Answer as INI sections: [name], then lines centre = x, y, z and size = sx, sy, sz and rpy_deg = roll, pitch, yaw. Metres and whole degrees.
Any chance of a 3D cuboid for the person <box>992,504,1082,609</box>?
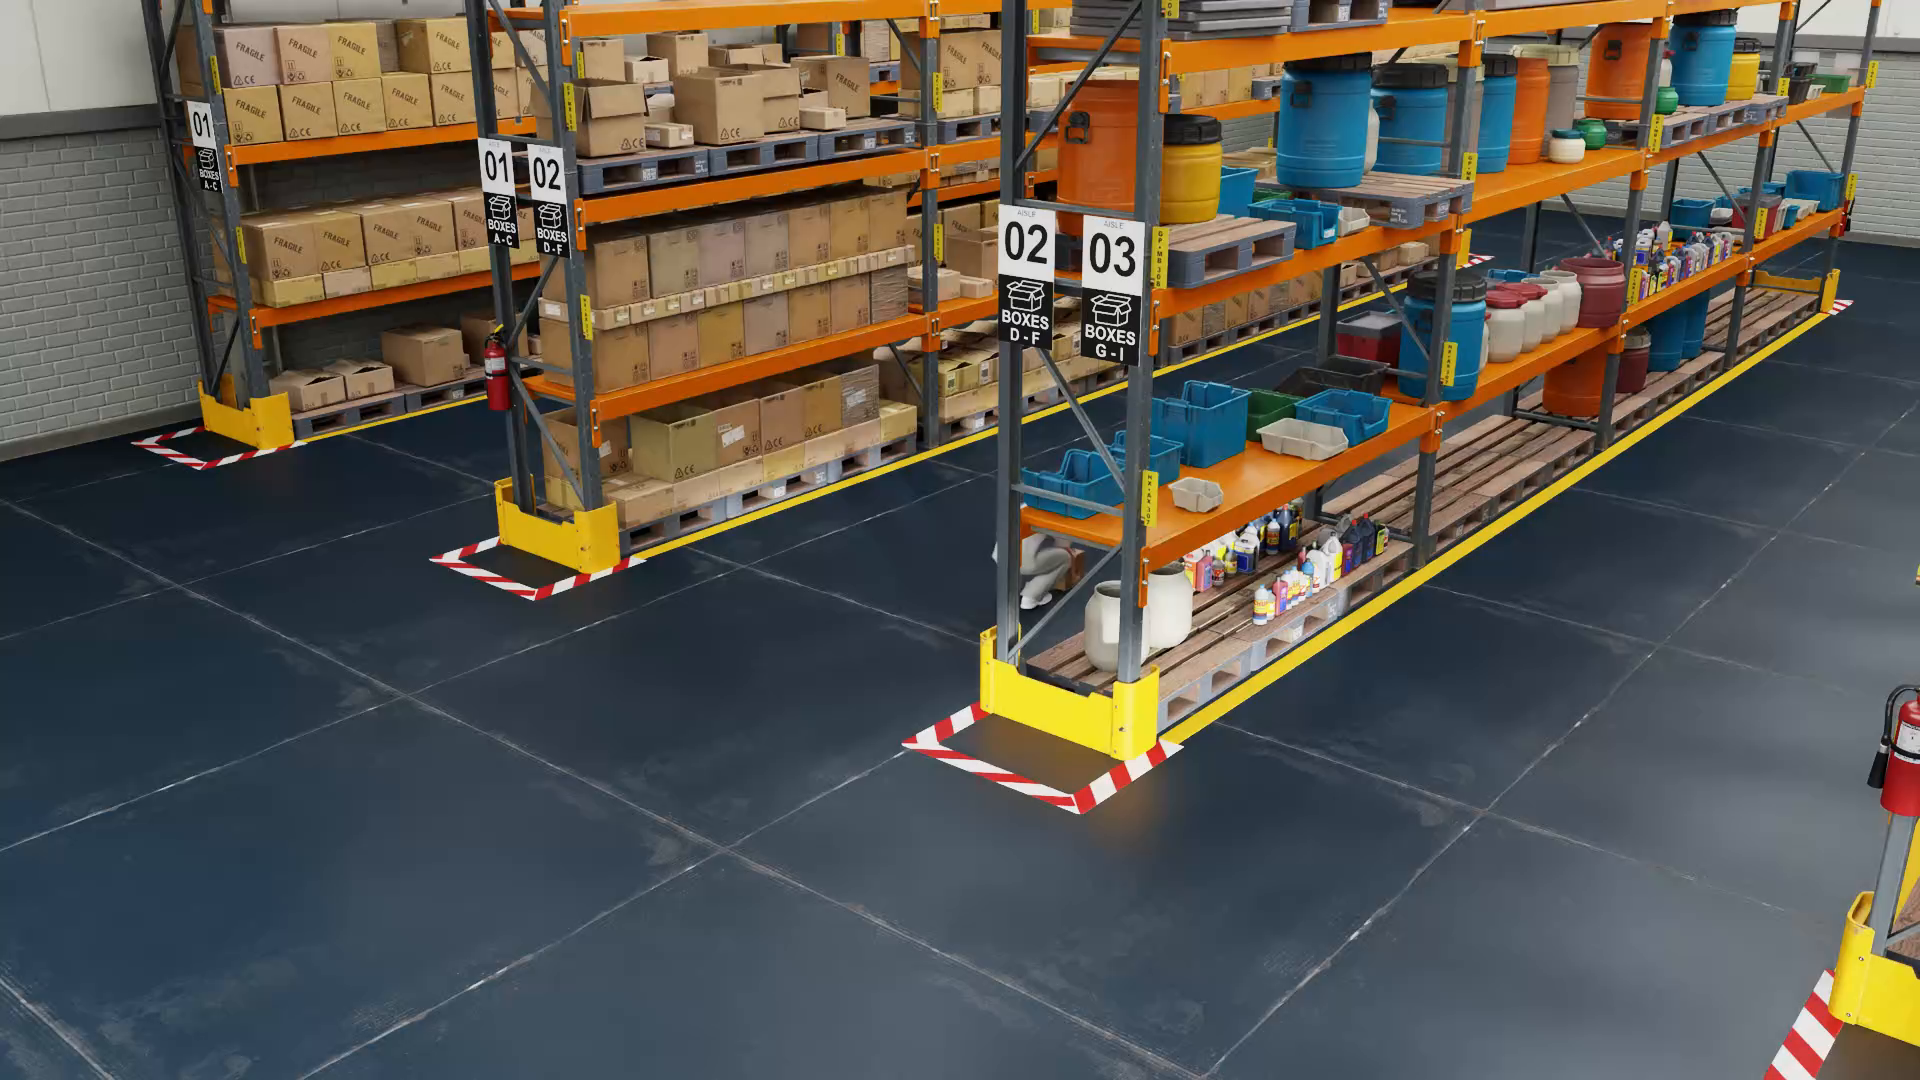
[person]
centre = 0.568, 0.076, 12.281
size = 0.469, 0.798, 0.819
rpy_deg = 16, 25, 36
